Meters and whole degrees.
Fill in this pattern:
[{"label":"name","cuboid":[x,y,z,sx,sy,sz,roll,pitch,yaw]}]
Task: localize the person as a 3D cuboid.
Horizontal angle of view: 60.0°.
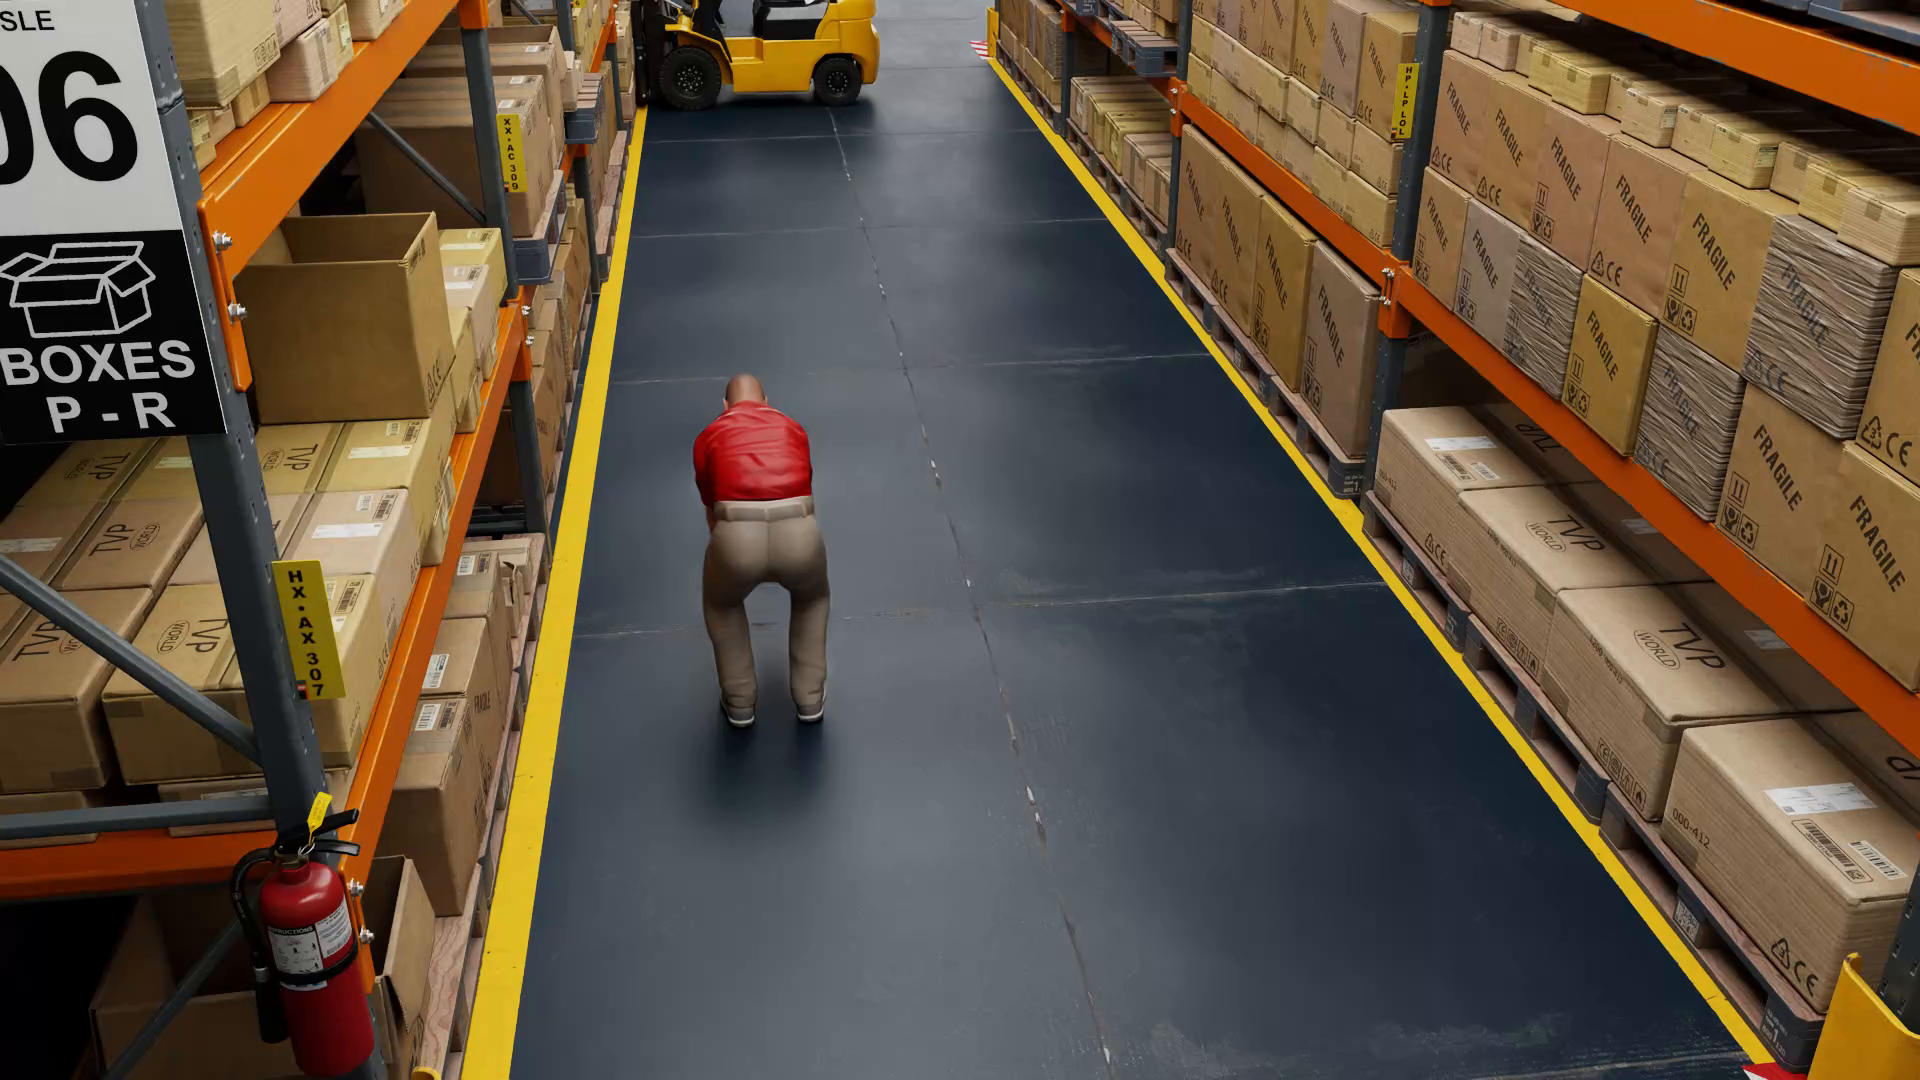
[{"label":"person","cuboid":[-0.784,0.046,6.614,0.508,1.216,0.922,-5,27,-9]}]
